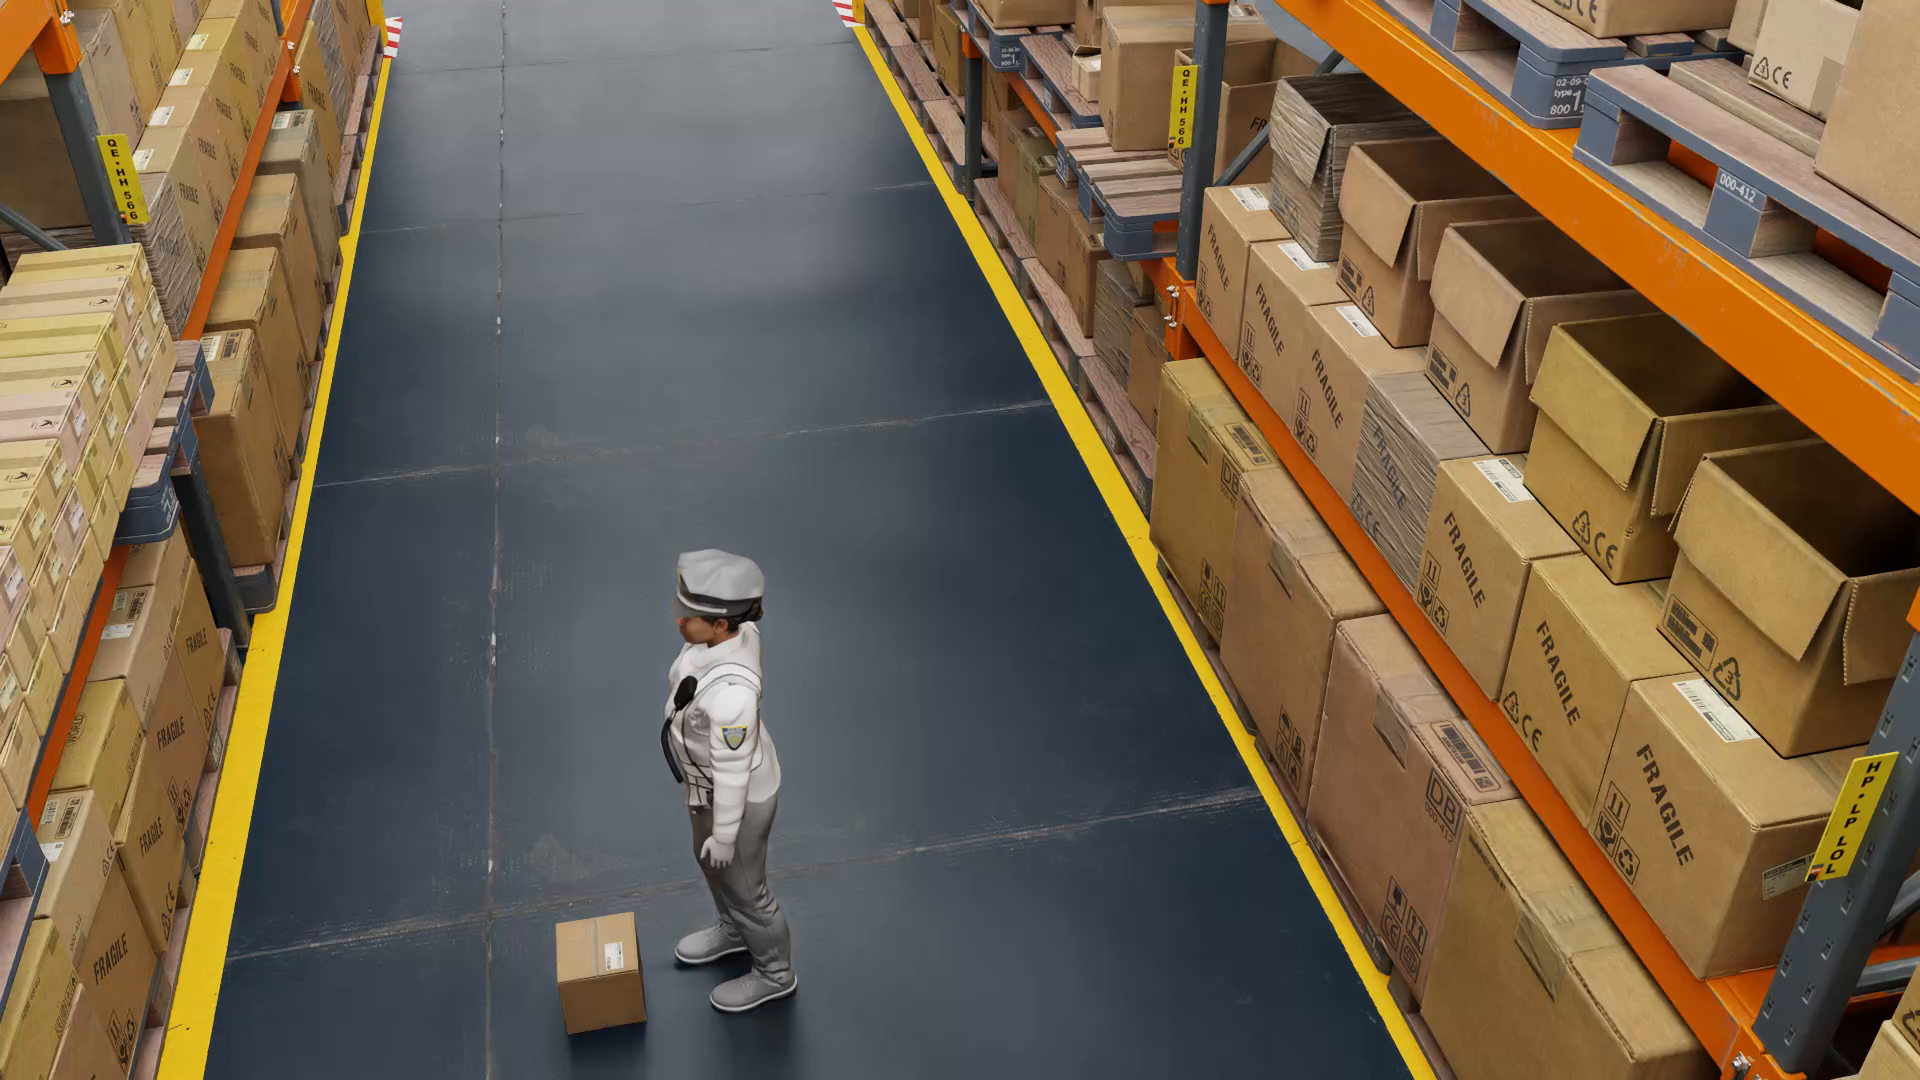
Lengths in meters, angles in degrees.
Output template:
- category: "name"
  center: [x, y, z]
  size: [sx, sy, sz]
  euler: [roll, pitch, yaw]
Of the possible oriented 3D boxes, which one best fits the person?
- category: "person"
  center: [-0.734, 0.760, 5.023]
  size: [0.393, 1.679, 0.475]
  euler: [-7, 35, -9]
